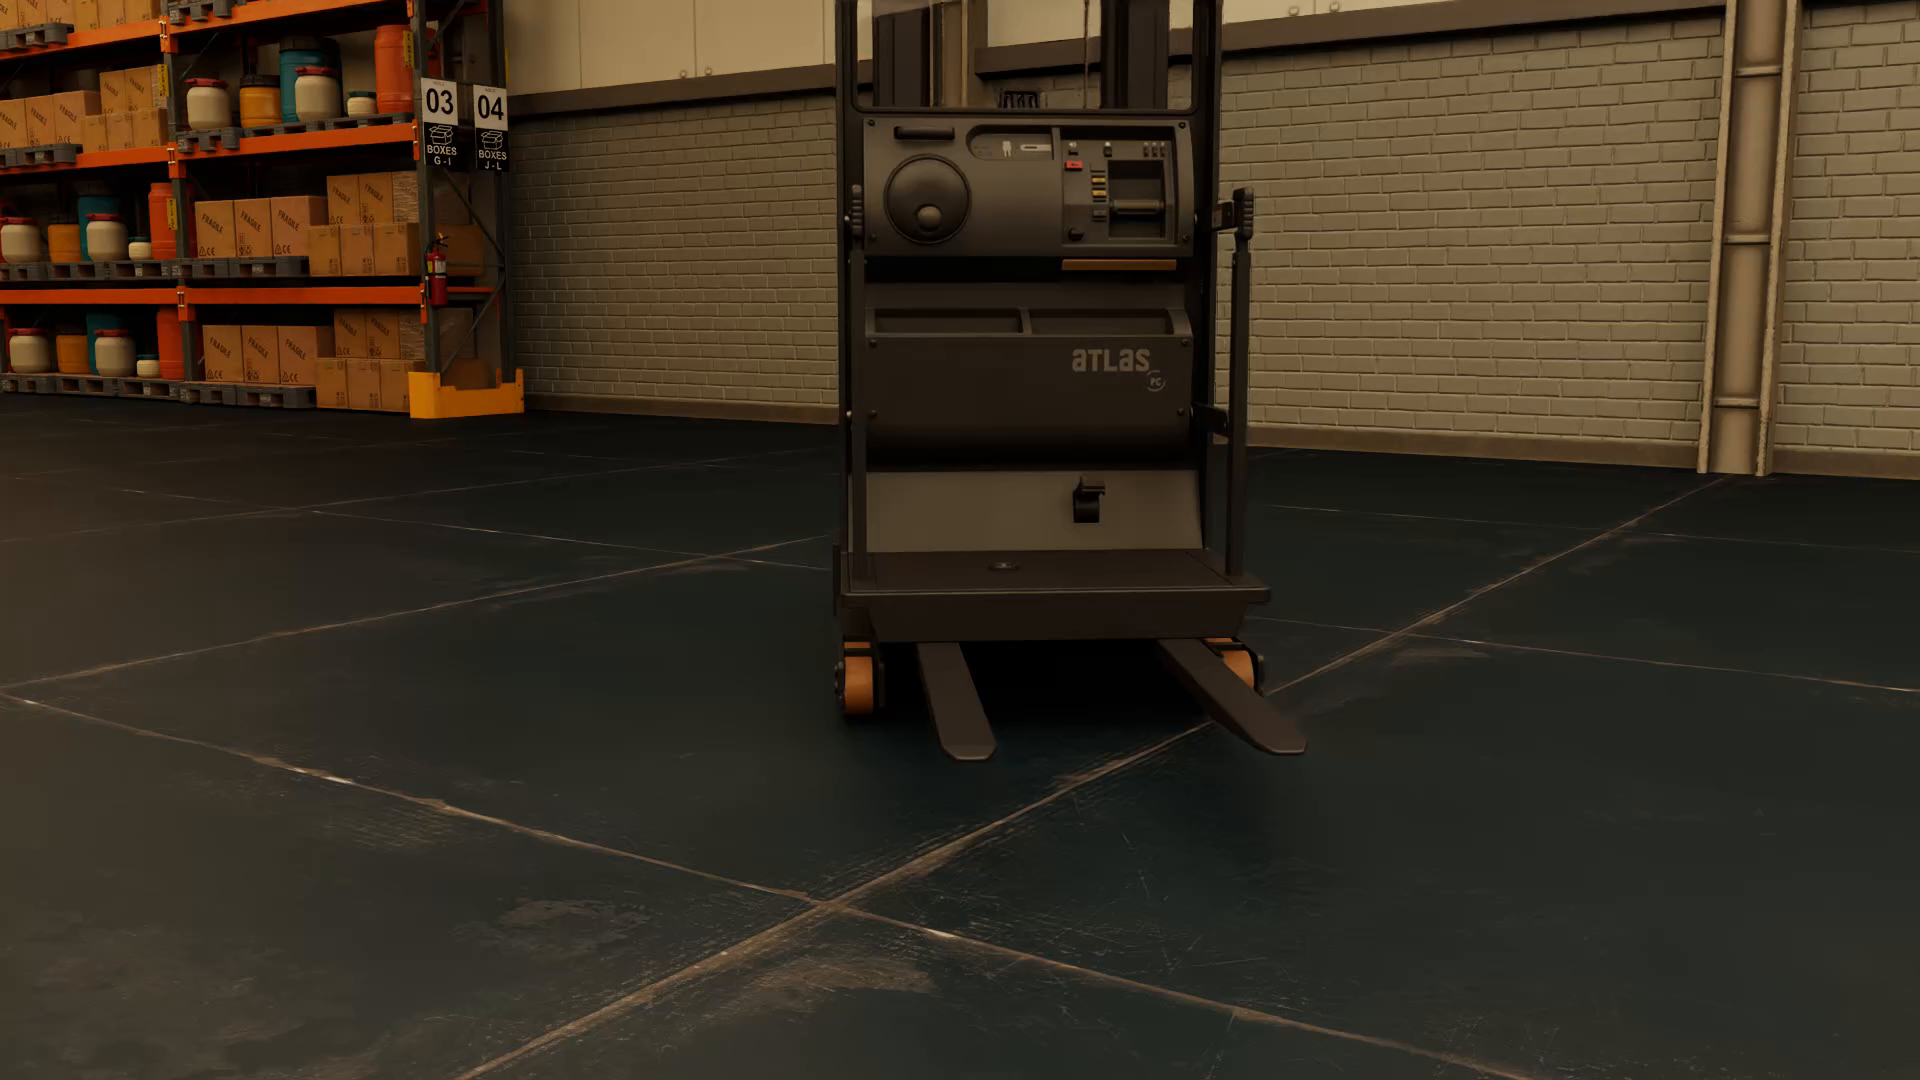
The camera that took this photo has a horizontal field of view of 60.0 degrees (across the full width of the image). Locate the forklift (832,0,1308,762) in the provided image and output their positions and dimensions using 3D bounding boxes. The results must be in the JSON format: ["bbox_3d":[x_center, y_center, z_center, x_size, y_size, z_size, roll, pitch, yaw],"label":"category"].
[{"bbox_3d":[0.211,-1.035,4.469,1.130,2.935,3.031,-1,8,-4],"label":"forklift"}]
